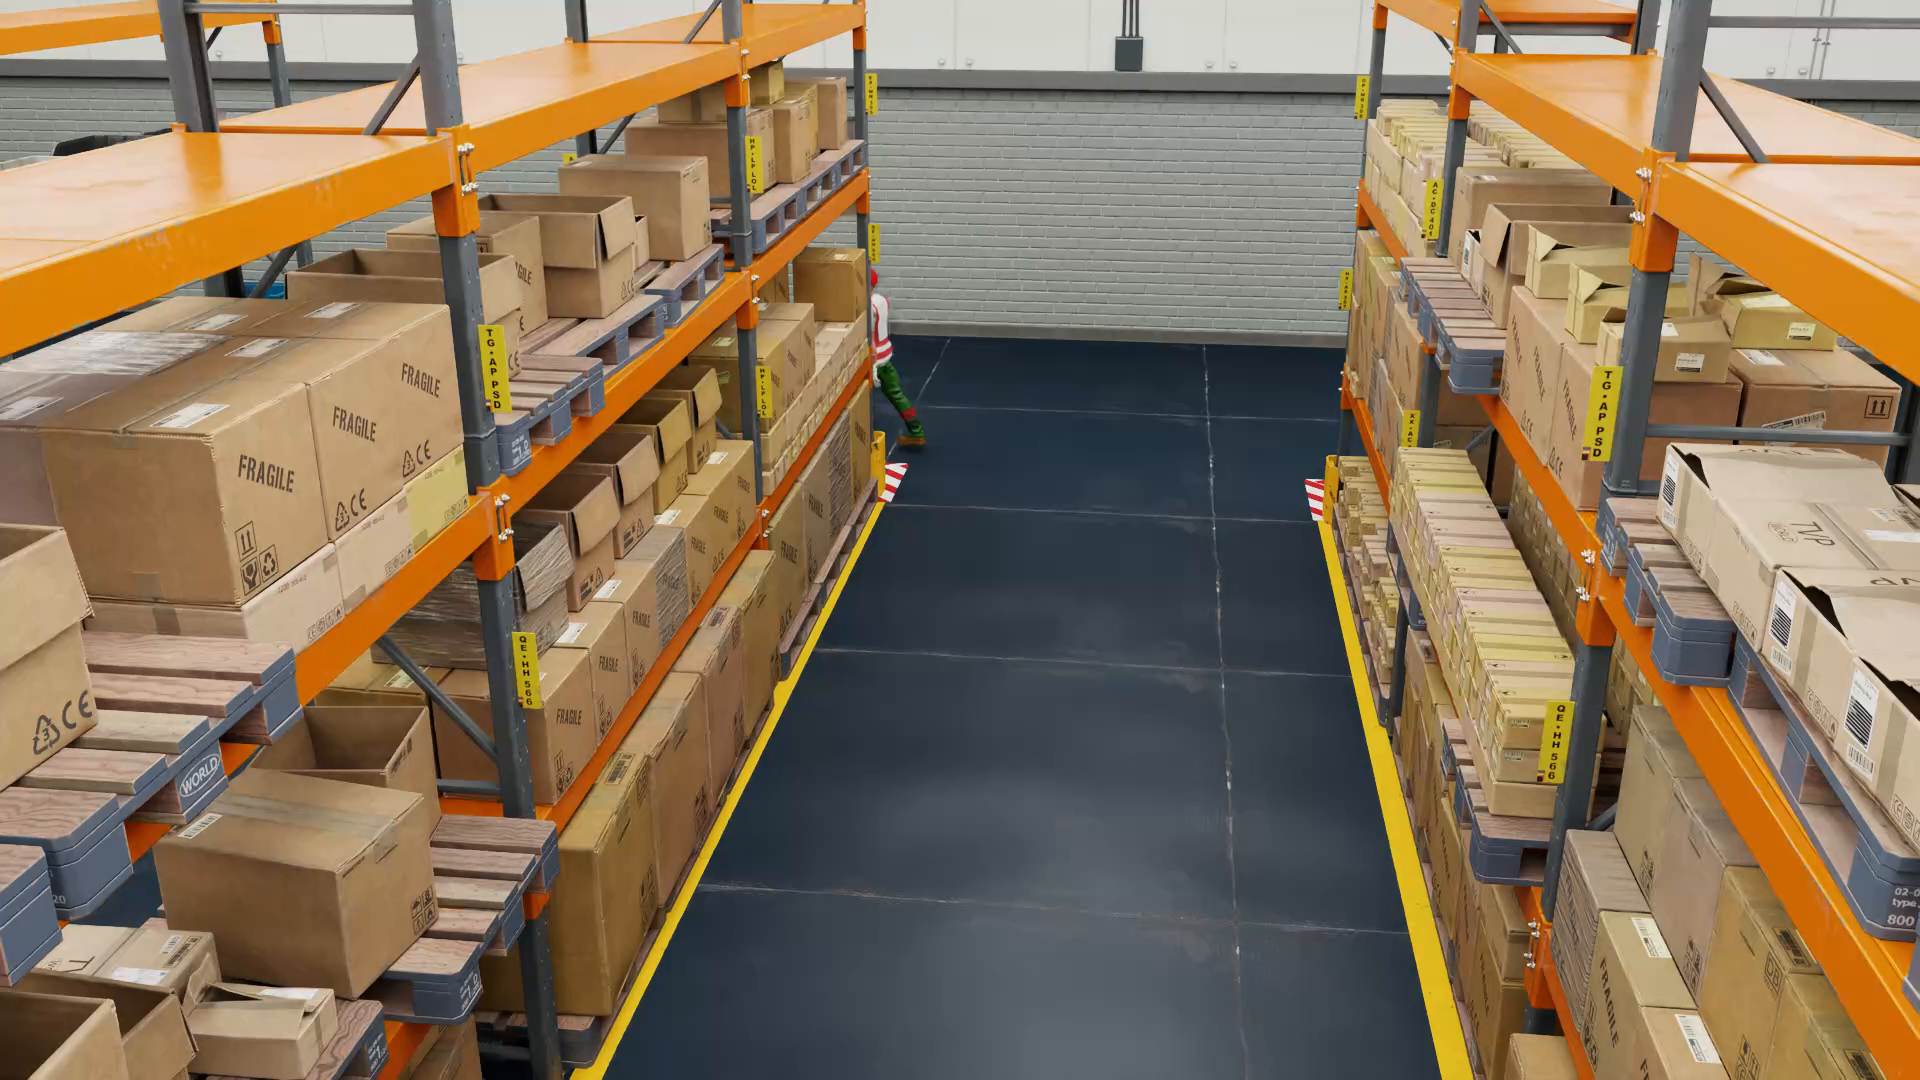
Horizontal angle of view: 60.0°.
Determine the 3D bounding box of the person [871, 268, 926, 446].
[{"bbox_3d":[-0.866,-1.685,15.436,1.048,1.737,0.697,7,22,18],"label":"person"}]
